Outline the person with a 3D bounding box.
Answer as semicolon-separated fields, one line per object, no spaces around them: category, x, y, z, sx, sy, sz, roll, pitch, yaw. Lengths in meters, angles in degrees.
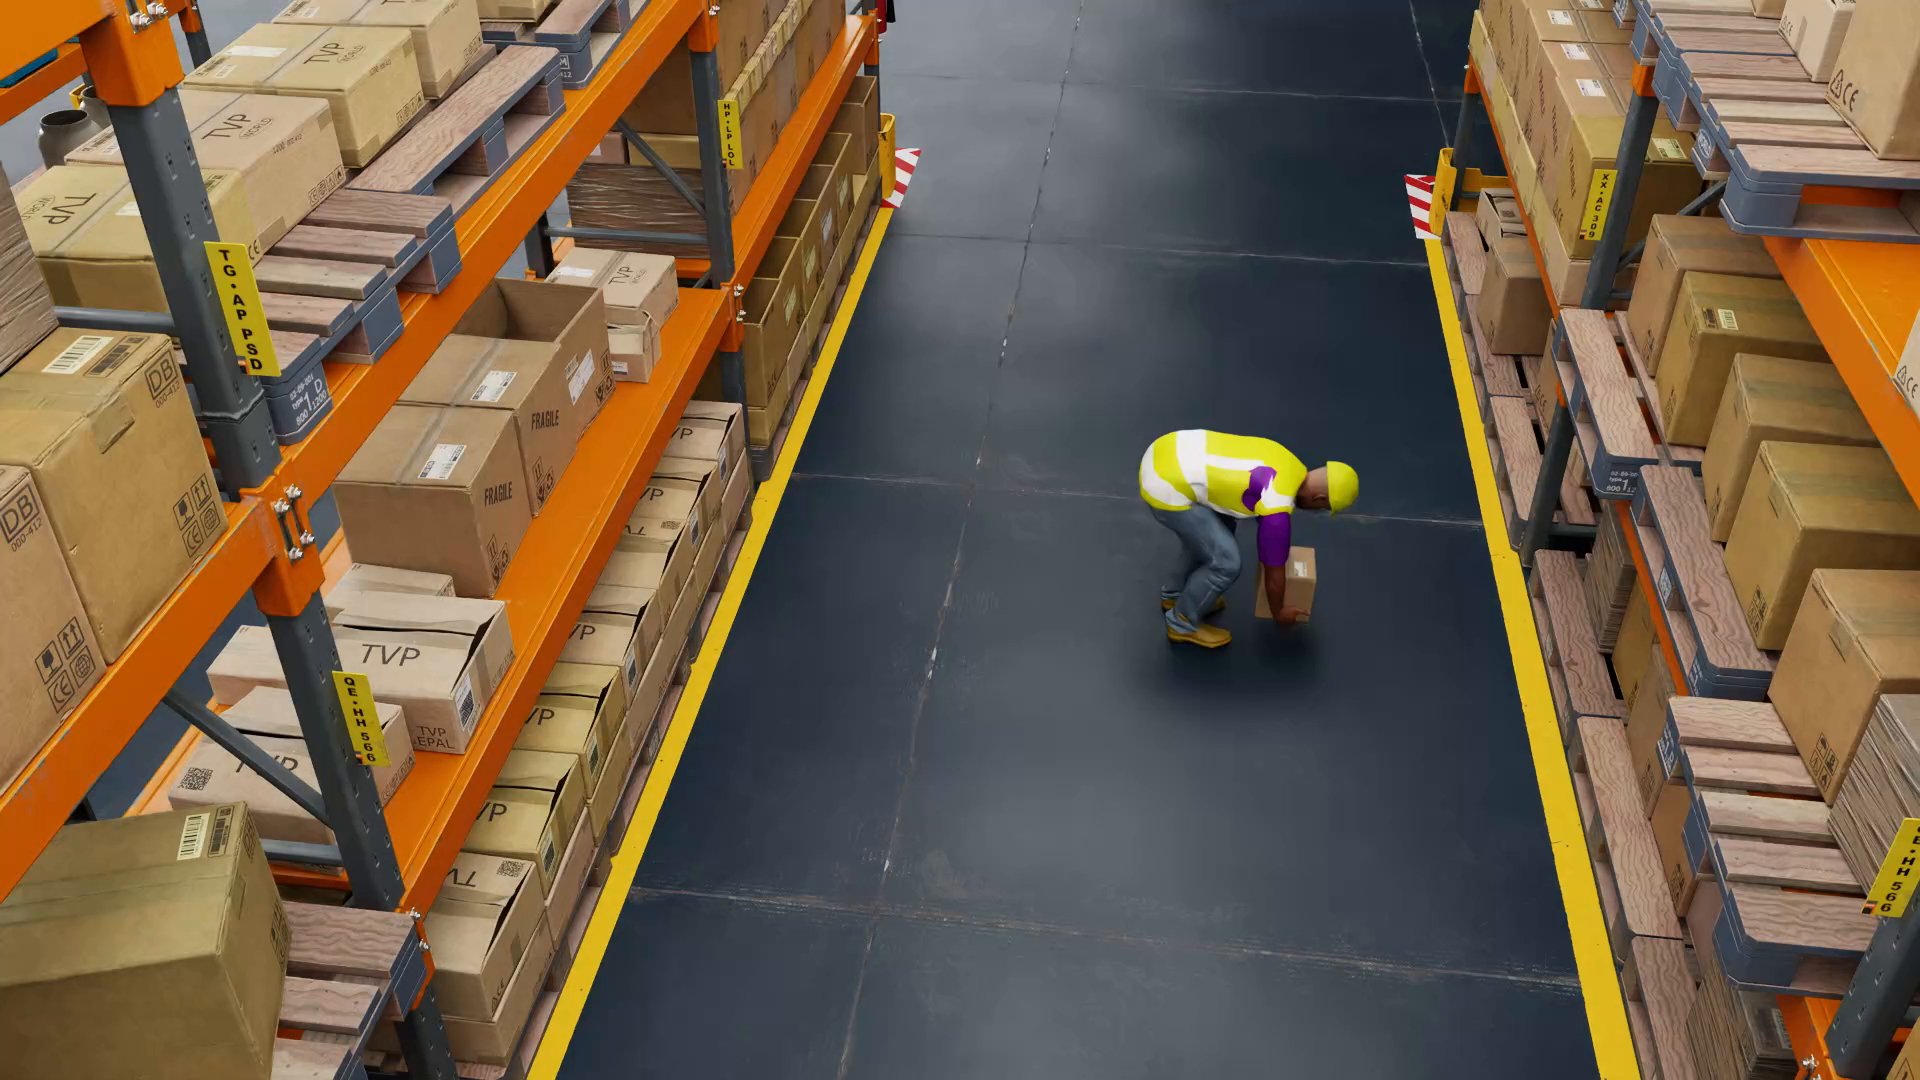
person;1.297;-0.018;7.657;0.980;1.043;0.486;4;36;5
